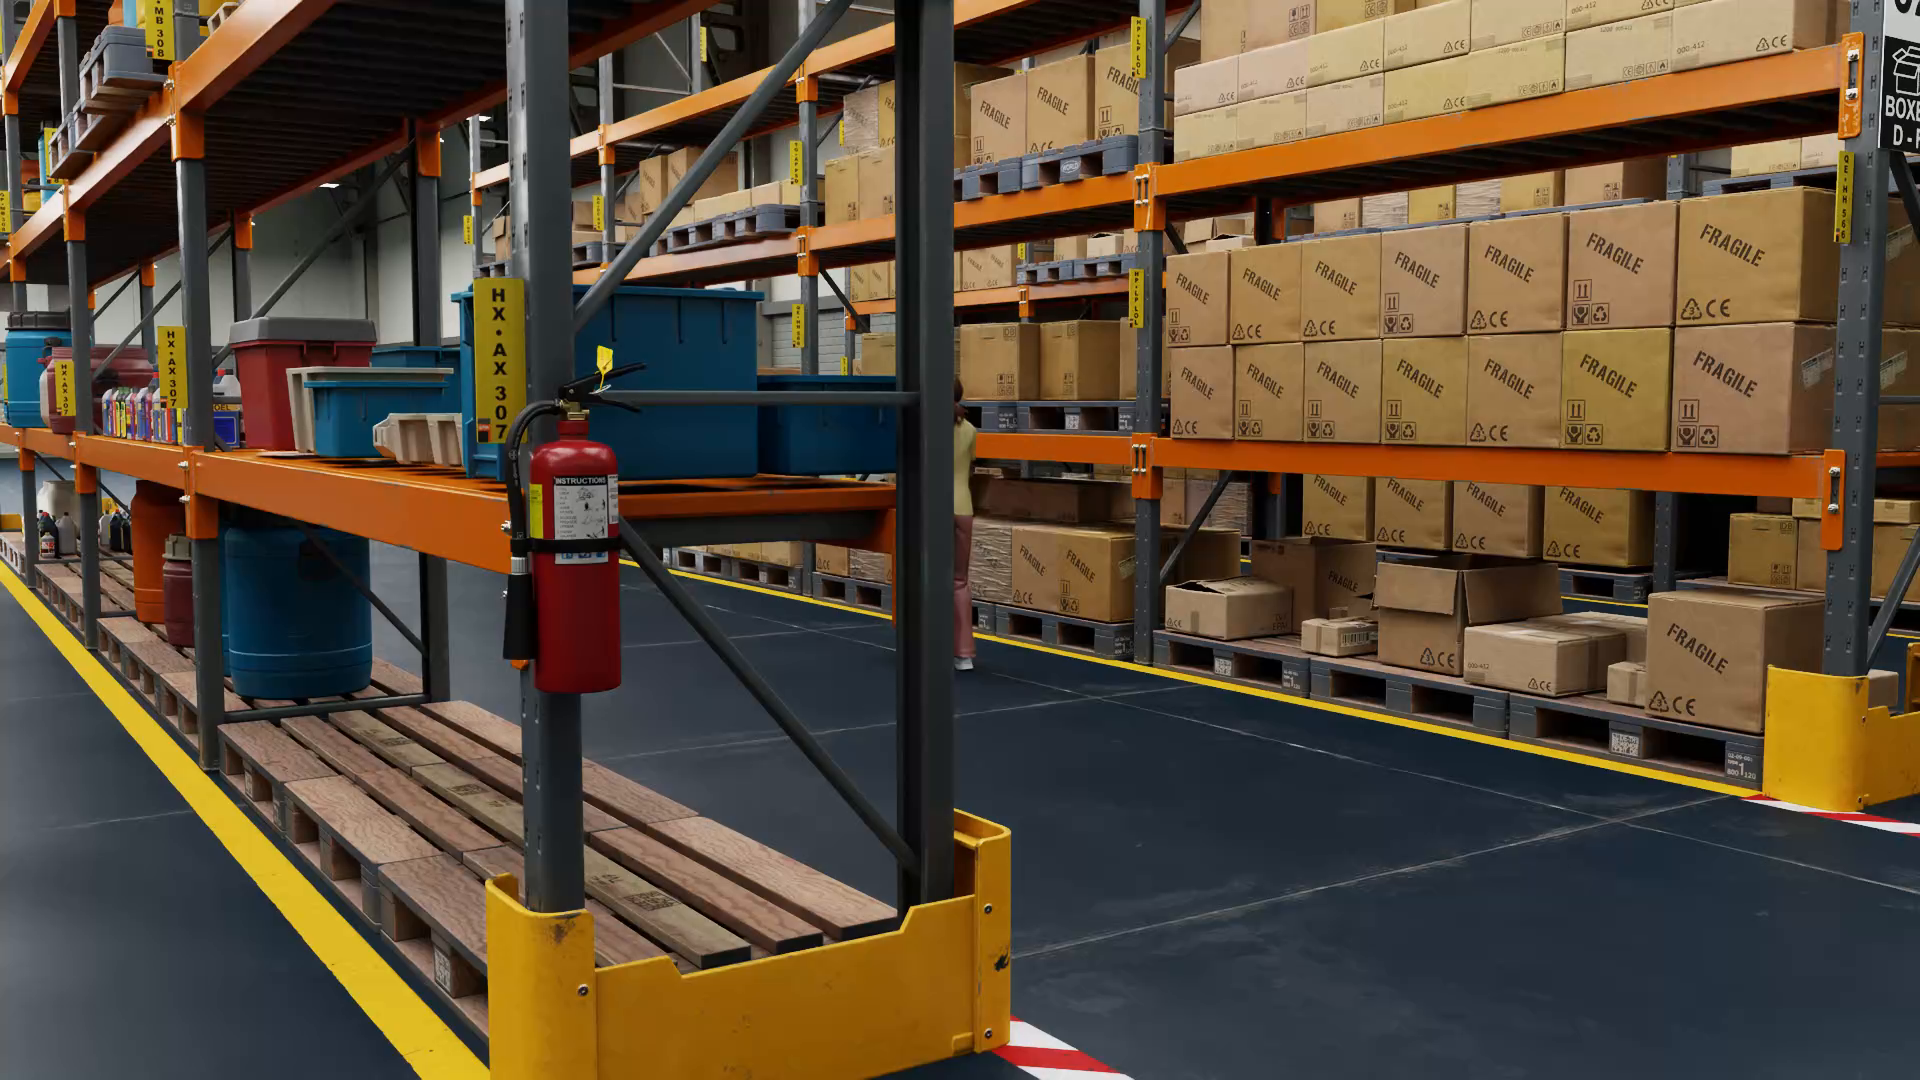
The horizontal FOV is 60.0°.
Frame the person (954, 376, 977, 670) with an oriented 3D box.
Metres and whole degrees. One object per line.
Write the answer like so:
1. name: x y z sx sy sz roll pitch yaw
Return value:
1. person: -0.141 -0.105 9.327 0.444 1.669 0.541 -3 6 -33
